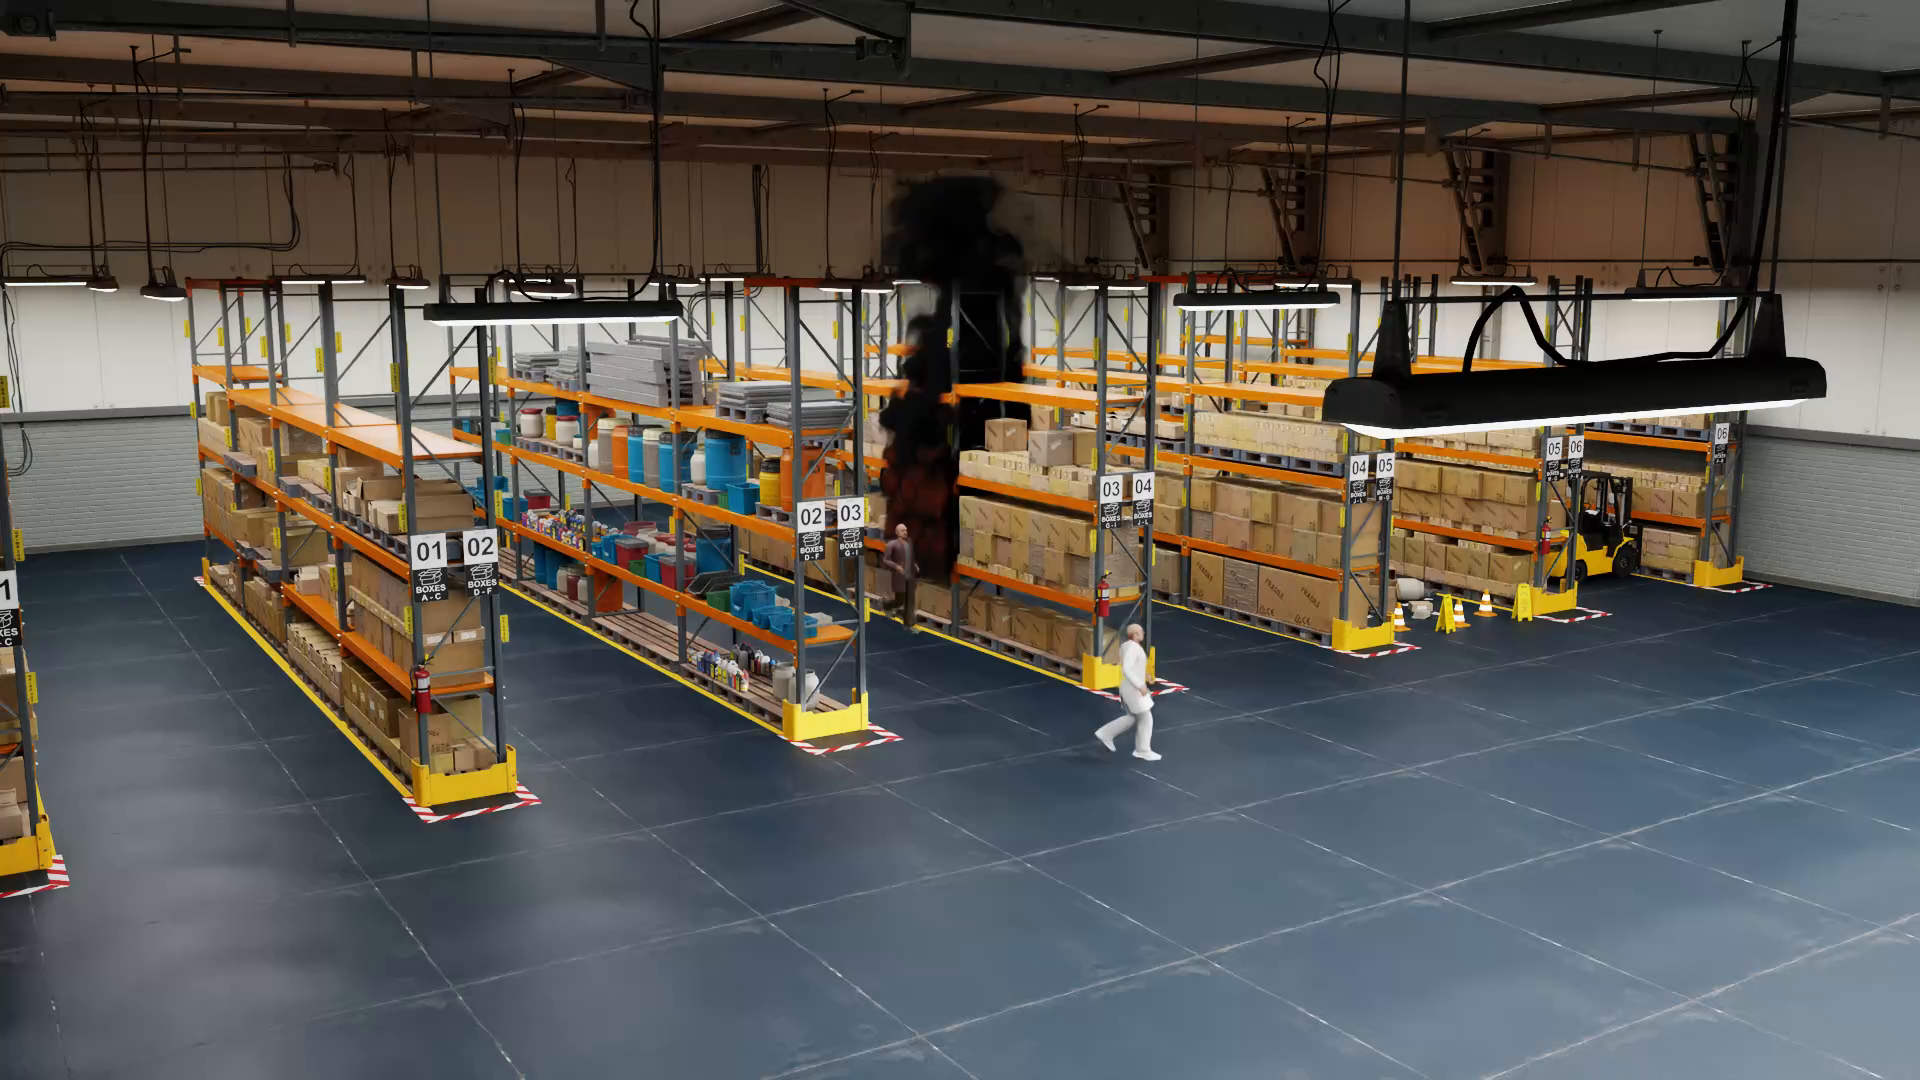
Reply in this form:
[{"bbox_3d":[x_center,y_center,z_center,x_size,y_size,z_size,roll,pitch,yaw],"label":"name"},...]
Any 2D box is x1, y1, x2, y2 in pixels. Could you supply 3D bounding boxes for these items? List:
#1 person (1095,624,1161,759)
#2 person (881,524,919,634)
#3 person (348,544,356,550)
[{"bbox_3d":[2.164,1.945,21.232,0.854,1.784,0.732,-1,10,-4],"label":"person"},{"bbox_3d":[-0.960,0.614,27.350,0.711,1.780,0.923,-7,12,-37],"label":"person"},{"bbox_3d":[-12.315,-0.034,33.267,0.522,1.727,0.674,-9,13,-42],"label":"person"}]
